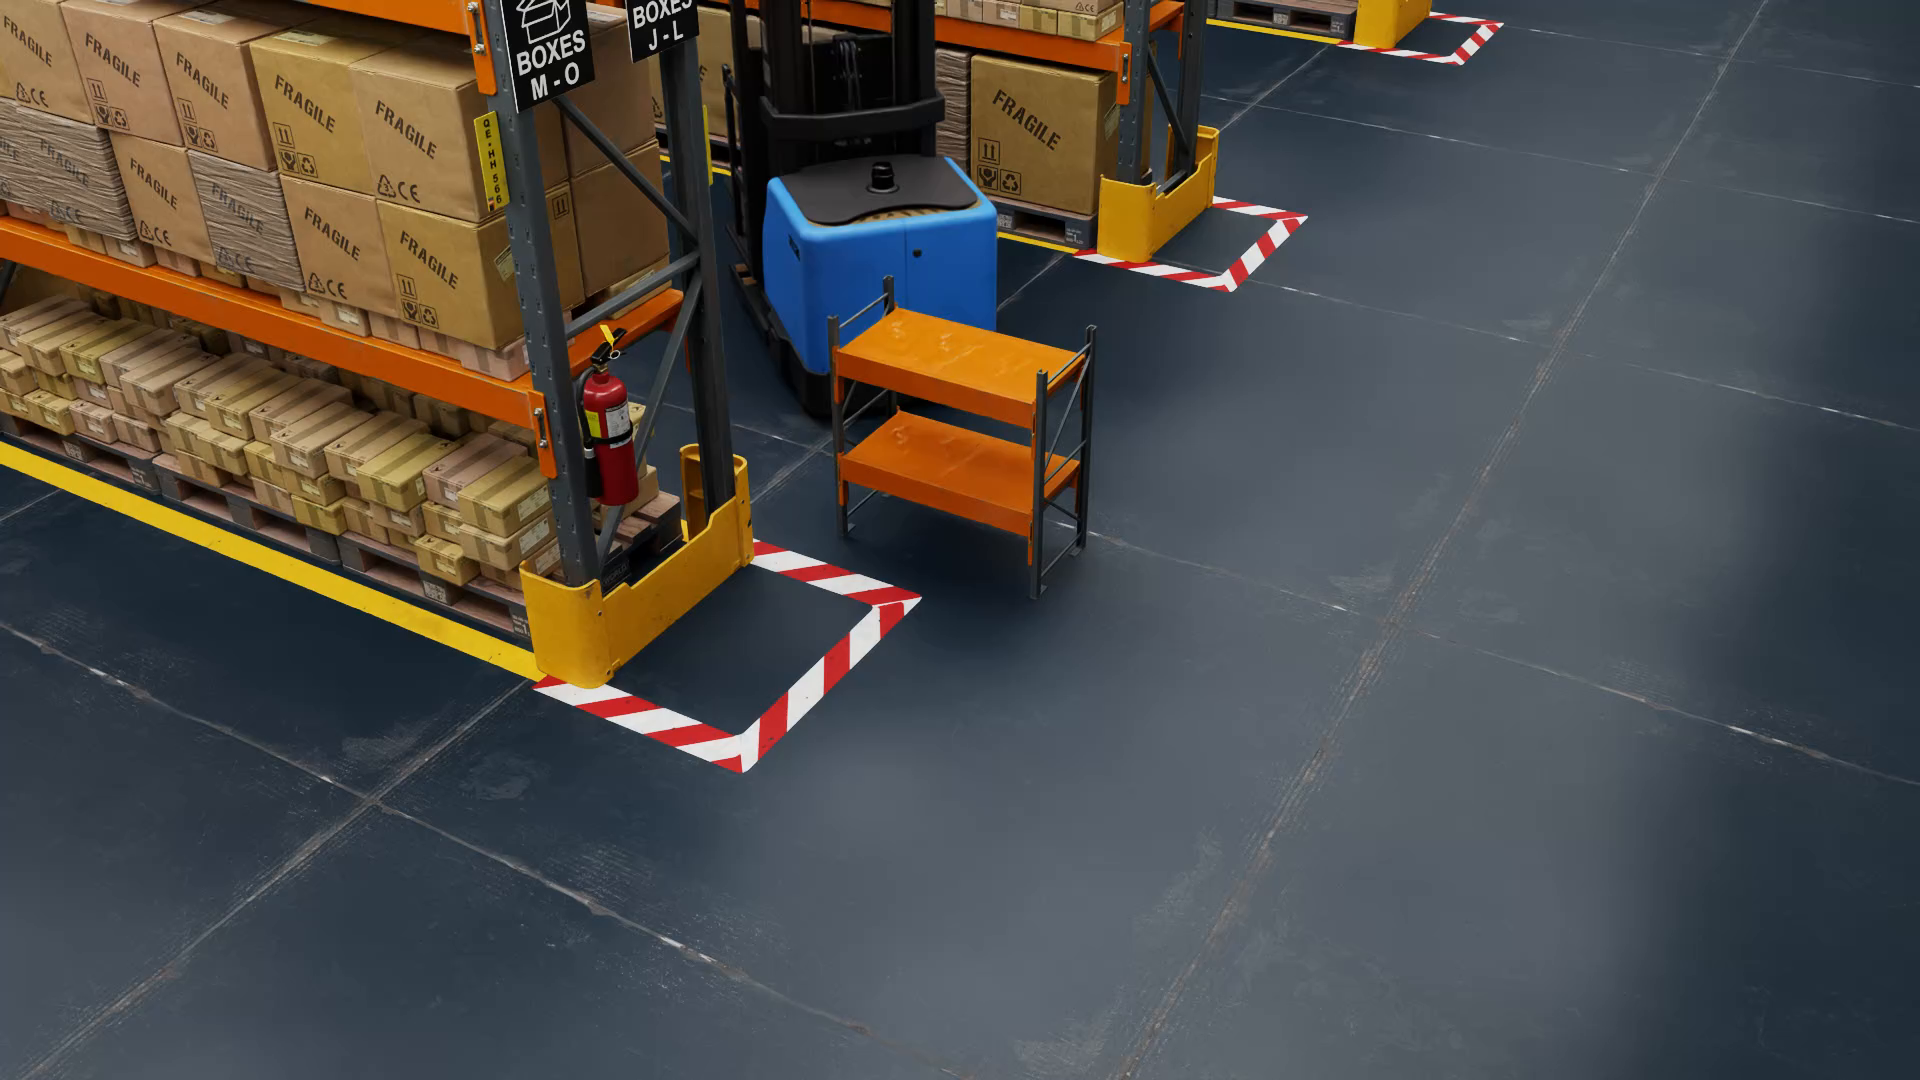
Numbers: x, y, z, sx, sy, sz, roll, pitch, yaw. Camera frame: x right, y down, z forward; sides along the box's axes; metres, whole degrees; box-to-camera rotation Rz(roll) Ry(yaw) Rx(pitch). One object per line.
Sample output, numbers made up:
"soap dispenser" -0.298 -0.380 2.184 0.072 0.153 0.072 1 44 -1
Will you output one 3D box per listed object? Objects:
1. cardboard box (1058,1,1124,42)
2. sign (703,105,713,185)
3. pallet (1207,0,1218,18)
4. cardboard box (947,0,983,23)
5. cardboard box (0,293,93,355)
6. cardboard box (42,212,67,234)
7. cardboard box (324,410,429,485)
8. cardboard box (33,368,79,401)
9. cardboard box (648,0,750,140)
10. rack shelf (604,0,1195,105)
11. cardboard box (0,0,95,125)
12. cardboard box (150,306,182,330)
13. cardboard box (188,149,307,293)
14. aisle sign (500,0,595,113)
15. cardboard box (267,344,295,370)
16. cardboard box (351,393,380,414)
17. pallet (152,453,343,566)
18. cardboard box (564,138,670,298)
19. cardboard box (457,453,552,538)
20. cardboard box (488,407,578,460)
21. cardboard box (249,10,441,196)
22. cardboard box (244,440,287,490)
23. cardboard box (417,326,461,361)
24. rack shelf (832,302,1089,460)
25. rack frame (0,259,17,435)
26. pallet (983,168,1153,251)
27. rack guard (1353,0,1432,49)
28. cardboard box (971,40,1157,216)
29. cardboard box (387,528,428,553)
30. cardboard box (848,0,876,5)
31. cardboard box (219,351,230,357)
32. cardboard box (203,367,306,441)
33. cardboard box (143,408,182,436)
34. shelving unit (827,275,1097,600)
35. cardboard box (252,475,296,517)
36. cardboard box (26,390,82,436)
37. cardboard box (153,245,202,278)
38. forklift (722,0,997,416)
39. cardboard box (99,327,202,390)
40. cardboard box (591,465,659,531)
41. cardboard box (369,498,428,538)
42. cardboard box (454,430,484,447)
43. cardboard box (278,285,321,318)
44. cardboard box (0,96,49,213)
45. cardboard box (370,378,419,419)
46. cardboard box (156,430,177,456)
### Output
"cardboard box" 0.783 -3.124 9.961 0.250 0.149 0.380 18 38 25
"sign" -1.024 -1.551 6.592 0.005 0.325 0.100 18 37 24
"pallet" 1.962 -5.093 15.208 1.213 0.211 1.003 18 37 24
"cardboard box" 0.122 -3.333 10.276 0.250 0.149 0.380 18 38 25
"cardboard box" -4.569 -1.071 8.309 0.250 0.149 0.380 19 38 26
"cardboard box" -3.930 -1.529 7.567 0.250 0.149 0.380 16 37 22
"cardboard box" -2.549 -0.398 7.298 0.250 0.149 0.380 16 37 23
"cardboard box" -4.345 -0.862 8.263 0.250 0.149 0.380 18 38 25
"cardboard box" -1.684 -3.459 11.777 0.875 0.875 0.875 18 37 24
"rack shelf" -0.480 -3.539 11.008 4.000 0.370 1.077 18 37 24
"cardboard box" -3.615 -2.081 6.909 0.500 0.500 0.500 18 38 25
"cardboard box" -3.866 -1.177 8.468 0.250 0.149 0.380 17 37 24
"cardboard box" -2.700 -1.374 6.748 0.500 0.500 0.500 18 38 25
"aisle sign" -1.378 -1.847 5.472 0.004 0.787 0.394 18 37 24
"cardboard box" -3.159 -0.970 8.156 0.250 0.149 0.380 16 37 23
"cardboard box" -2.789 -0.641 7.932 0.250 0.149 0.380 20 38 27
"pallet" -3.102 -0.367 8.110 1.213 0.211 1.003 18 37 24
"cardboard box" -1.545 -1.352 6.715 0.500 0.500 0.500 19 38 27
"cardboard box" -1.878 -0.189 6.984 0.250 0.149 0.380 18 38 25
"cardboard box" -1.878 -0.491 7.438 0.250 0.149 0.380 18 38 25
"cardboard box" -2.253 -1.657 6.271 0.500 0.500 0.500 16 37 23
"cardboard box" -3.014 -0.407 7.580 0.250 0.149 0.380 20 38 27
"cardboard box" -1.913 -0.865 6.570 0.250 0.149 0.380 18 37 24
"rack shelf" 0.006 -0.710 7.273 1.000 0.278 0.538 18 37 24
"rack frame" -4.766 -2.030 8.092 0.127 3.000 1.000 18 37 24
"pallet" 0.523 -2.310 11.029 1.213 0.211 1.003 18 37 24
"rack guard" 3.741 -4.632 14.254 0.348 0.500 1.175 18 37 24
"cardboard box" 0.661 -2.717 10.662 0.875 0.875 0.875 18 37 24
"cardboard box" -2.313 -0.099 7.385 0.250 0.149 0.380 17 37 24
"cardboard box" -0.544 -3.544 10.593 0.250 0.149 0.380 18 38 25
"cardboard box" -3.683 -0.958 8.408 0.250 0.149 0.380 18 38 25
"cardboard box" -3.225 -0.629 7.645 0.250 0.149 0.380 18 38 25
"cardboard box" -3.656 -0.650 7.944 0.250 0.149 0.380 19 38 27
"shelving unit" 0.006 -0.466 7.435 1.048 1.125 0.538 18 37 24
"cardboard box" -3.014 -0.285 7.665 0.250 0.149 0.380 18 38 25
"cardboard box" -4.378 -0.690 8.273 0.250 0.149 0.380 19 38 26
"cardboard box" -3.259 -1.300 7.222 0.250 0.149 0.380 19 38 26
"forklift" -0.747 -2.673 9.120 1.130 2.935 3.031 -11 35 -15
"cardboard box" -3.878 -0.860 7.992 0.250 0.149 0.380 17 37 23
"cardboard box" -1.589 -0.216 7.562 0.250 0.149 0.380 18 38 25
"cardboard box" -2.345 -0.192 7.256 0.250 0.149 0.380 16 37 23
"cardboard box" -2.086 -0.437 7.624 0.250 0.149 0.380 18 38 25
"cardboard box" -2.586 -1.073 6.881 0.250 0.149 0.380 16 37 22
"cardboard box" -4.028 -1.805 7.396 0.500 0.500 0.500 18 37 24
"cardboard box" -2.526 -0.731 7.798 0.250 0.149 0.380 19 38 26
"cardboard box" -3.640 -0.544 8.054 0.250 0.149 0.380 16 37 22
